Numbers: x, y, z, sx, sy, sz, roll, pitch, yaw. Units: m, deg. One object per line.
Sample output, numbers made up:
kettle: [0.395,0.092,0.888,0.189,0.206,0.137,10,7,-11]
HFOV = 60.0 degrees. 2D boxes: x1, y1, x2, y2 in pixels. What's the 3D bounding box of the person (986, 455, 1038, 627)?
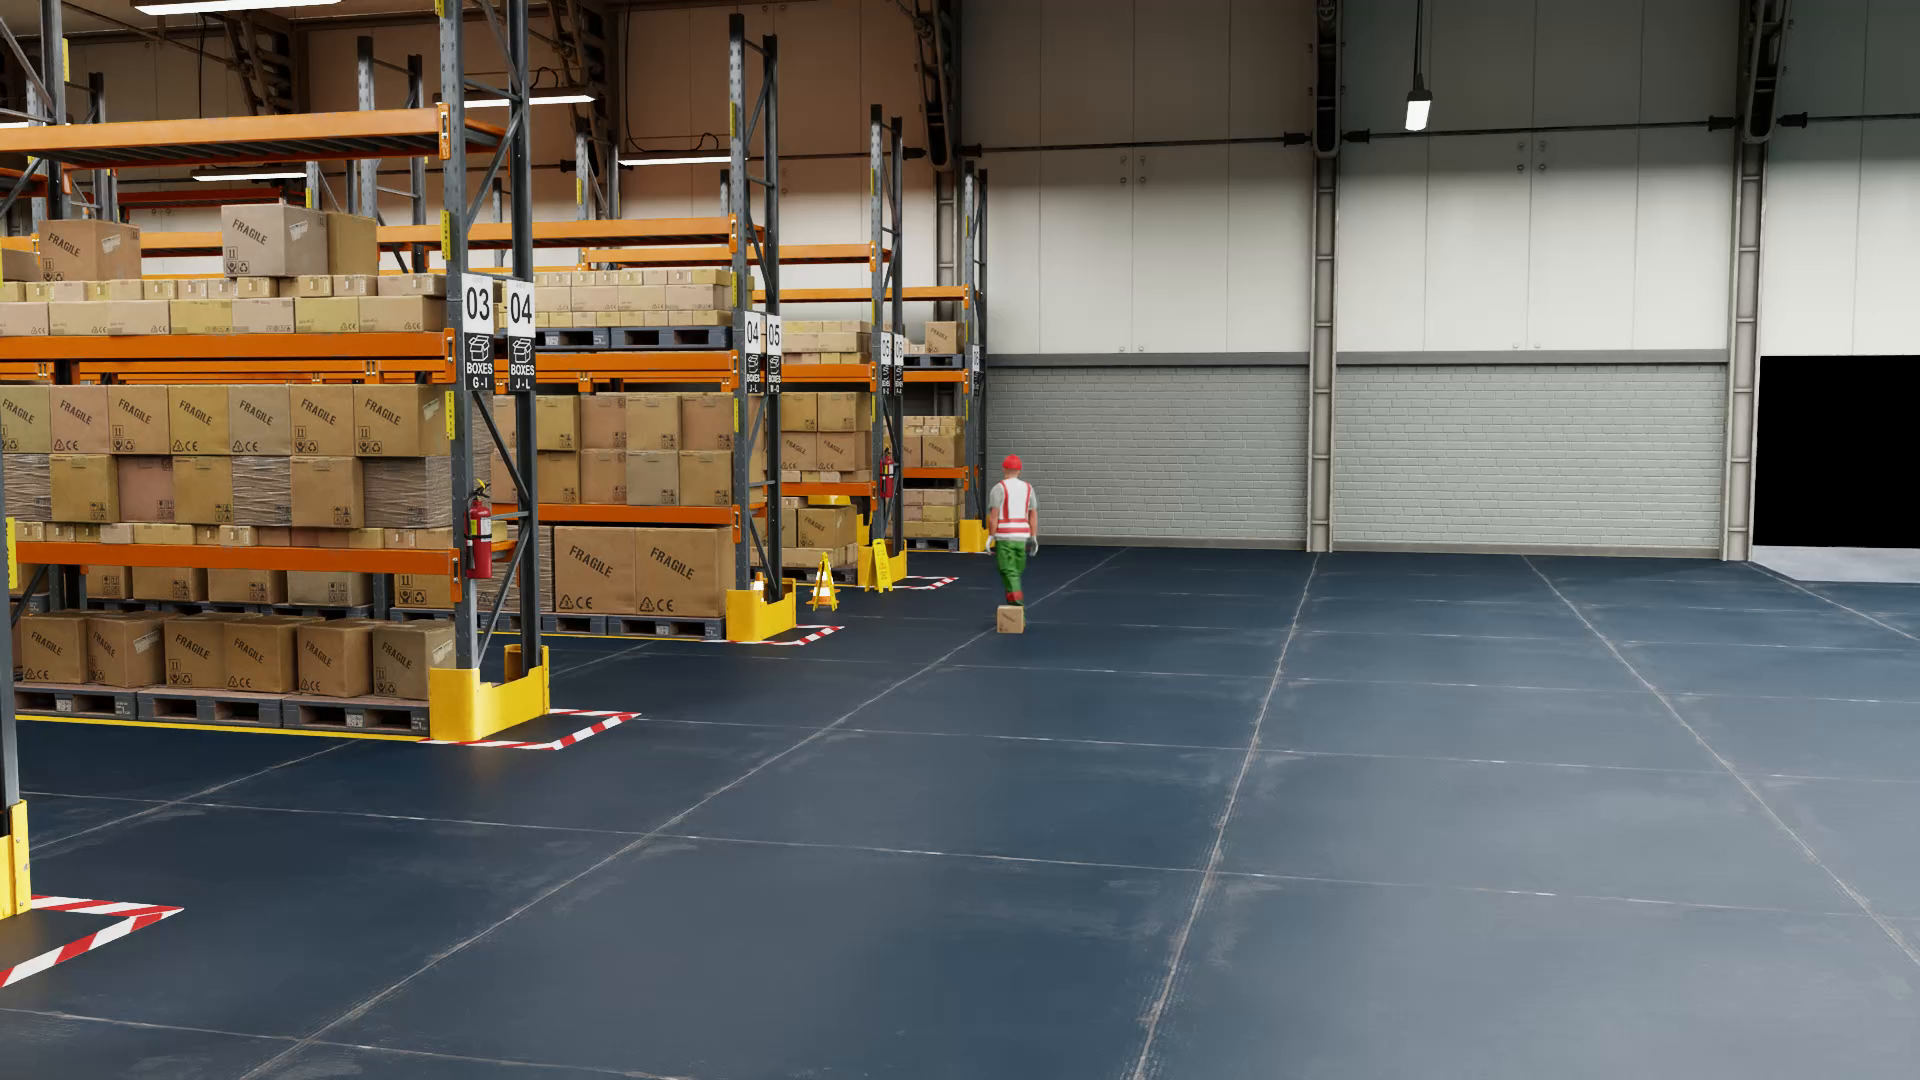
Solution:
person: [0.543,0.011,17.224,0.570,1.788,0.618,-3,6,-34]
